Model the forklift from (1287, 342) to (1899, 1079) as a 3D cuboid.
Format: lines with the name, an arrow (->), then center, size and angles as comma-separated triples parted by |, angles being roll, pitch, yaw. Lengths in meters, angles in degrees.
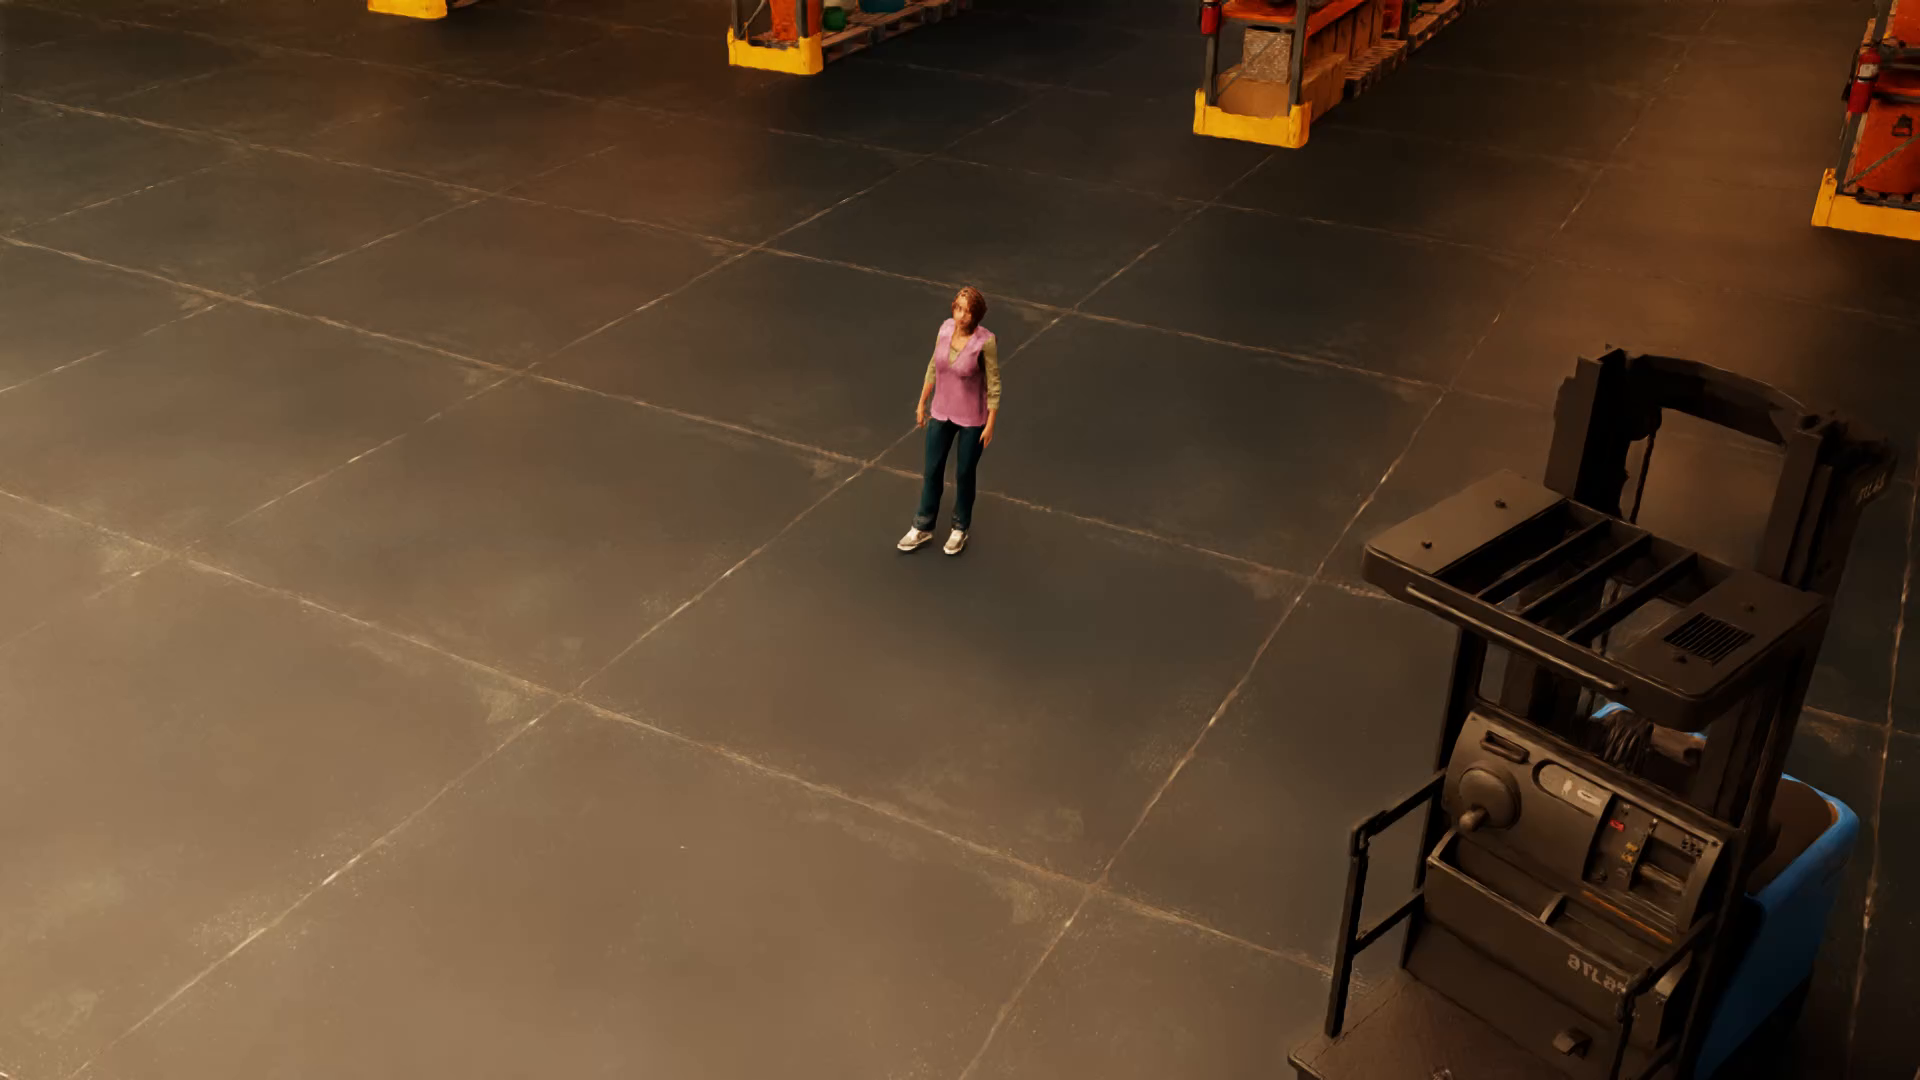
forklift -> 1.899, 0.957, 5.413 | 3.031, 2.935, 1.130 | -24, 37, -35

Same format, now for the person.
person -> -0.048, -0.669, 9.550 | 0.520, 1.597, 0.474 | 15, 33, 25
